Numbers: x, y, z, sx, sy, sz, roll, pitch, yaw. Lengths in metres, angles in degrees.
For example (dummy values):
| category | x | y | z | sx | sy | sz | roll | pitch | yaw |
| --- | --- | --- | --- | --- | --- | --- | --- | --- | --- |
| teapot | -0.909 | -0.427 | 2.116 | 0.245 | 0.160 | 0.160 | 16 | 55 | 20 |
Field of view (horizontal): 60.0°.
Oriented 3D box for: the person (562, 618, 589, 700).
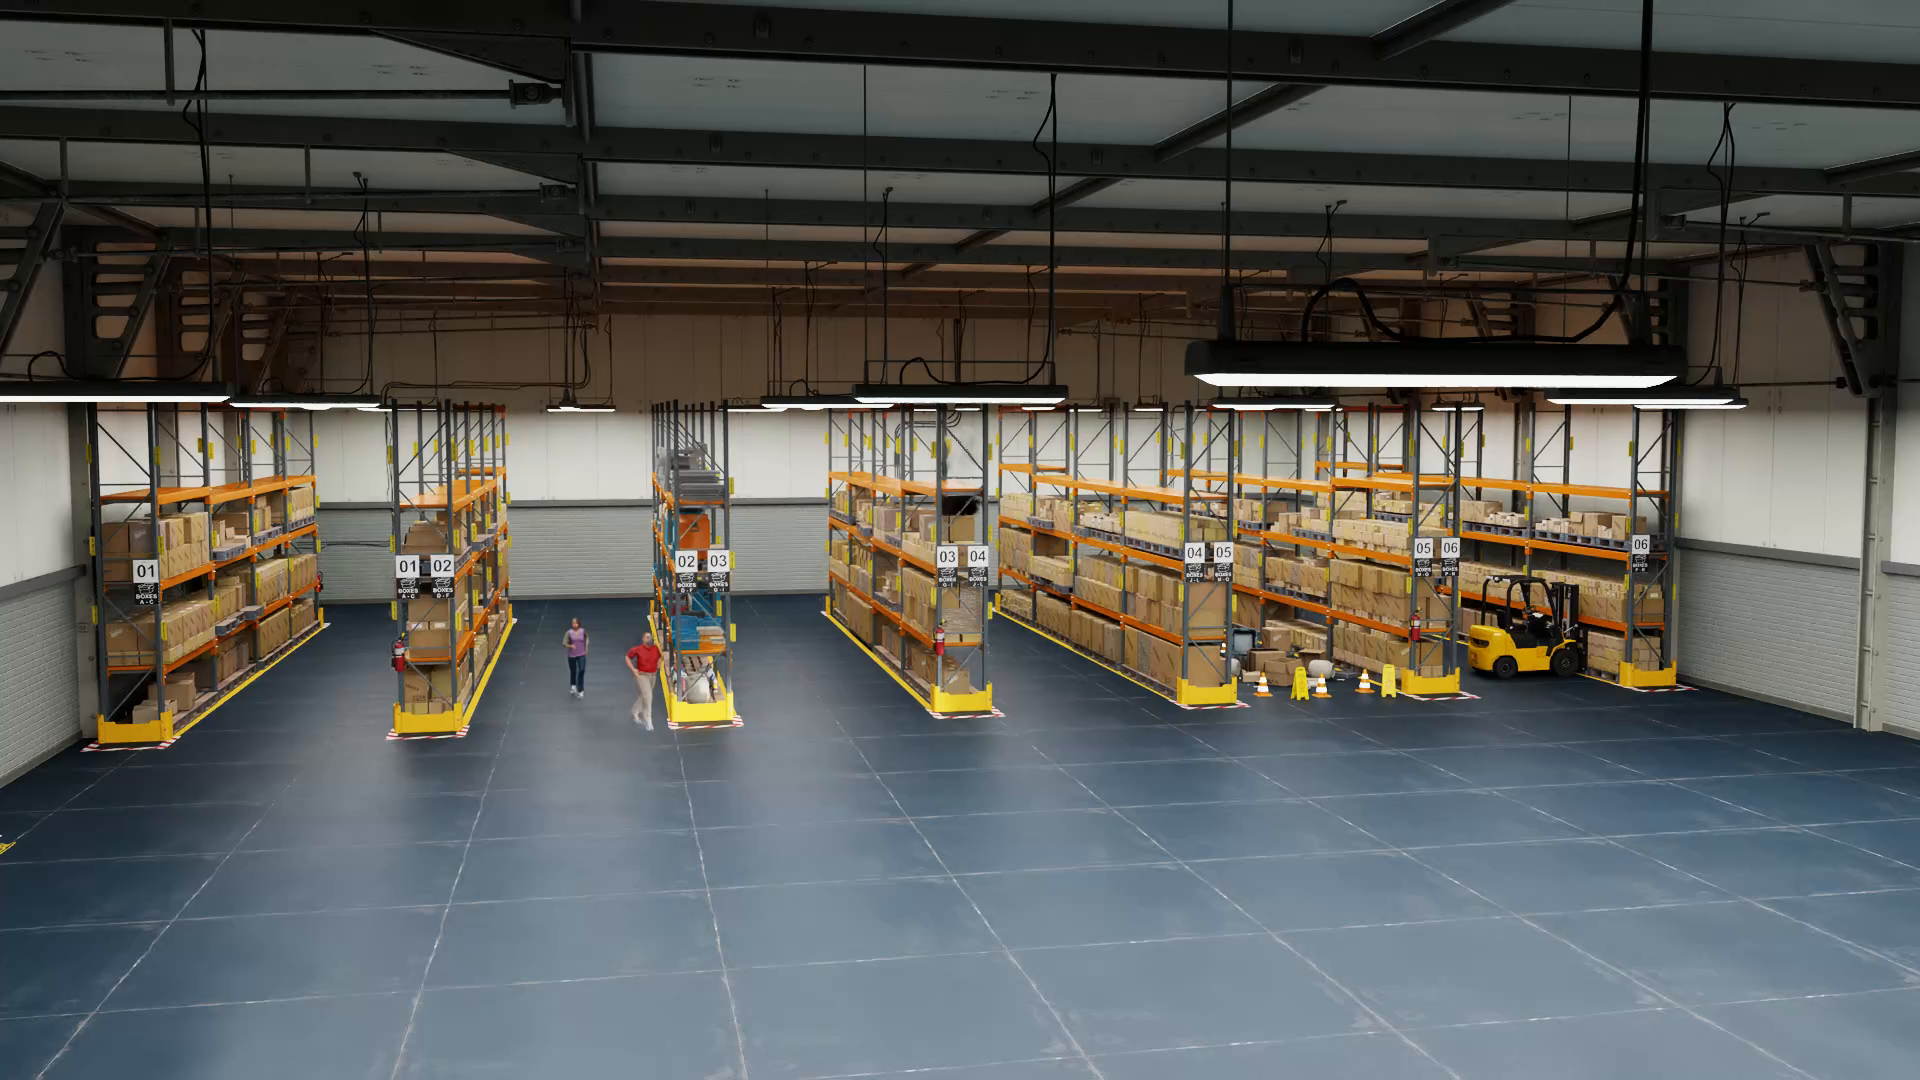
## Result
| category | x | y | z | sx | sy | sz | roll | pitch | yaw |
| --- | --- | --- | --- | --- | --- | --- | --- | --- | --- |
| person | -7.785 | 2.383 | 33.729 | 0.546 | 1.628 | 0.804 | -1 | 5 | -17 |

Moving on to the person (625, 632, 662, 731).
| category | x | y | z | sx | sy | sz | roll | pitch | yaw |
| --- | --- | --- | --- | --- | --- | --- | --- | --- | --- |
| person | -5.750 | 2.570 | 30.460 | 0.799 | 1.794 | 0.677 | 4 | 6 | 40 |
